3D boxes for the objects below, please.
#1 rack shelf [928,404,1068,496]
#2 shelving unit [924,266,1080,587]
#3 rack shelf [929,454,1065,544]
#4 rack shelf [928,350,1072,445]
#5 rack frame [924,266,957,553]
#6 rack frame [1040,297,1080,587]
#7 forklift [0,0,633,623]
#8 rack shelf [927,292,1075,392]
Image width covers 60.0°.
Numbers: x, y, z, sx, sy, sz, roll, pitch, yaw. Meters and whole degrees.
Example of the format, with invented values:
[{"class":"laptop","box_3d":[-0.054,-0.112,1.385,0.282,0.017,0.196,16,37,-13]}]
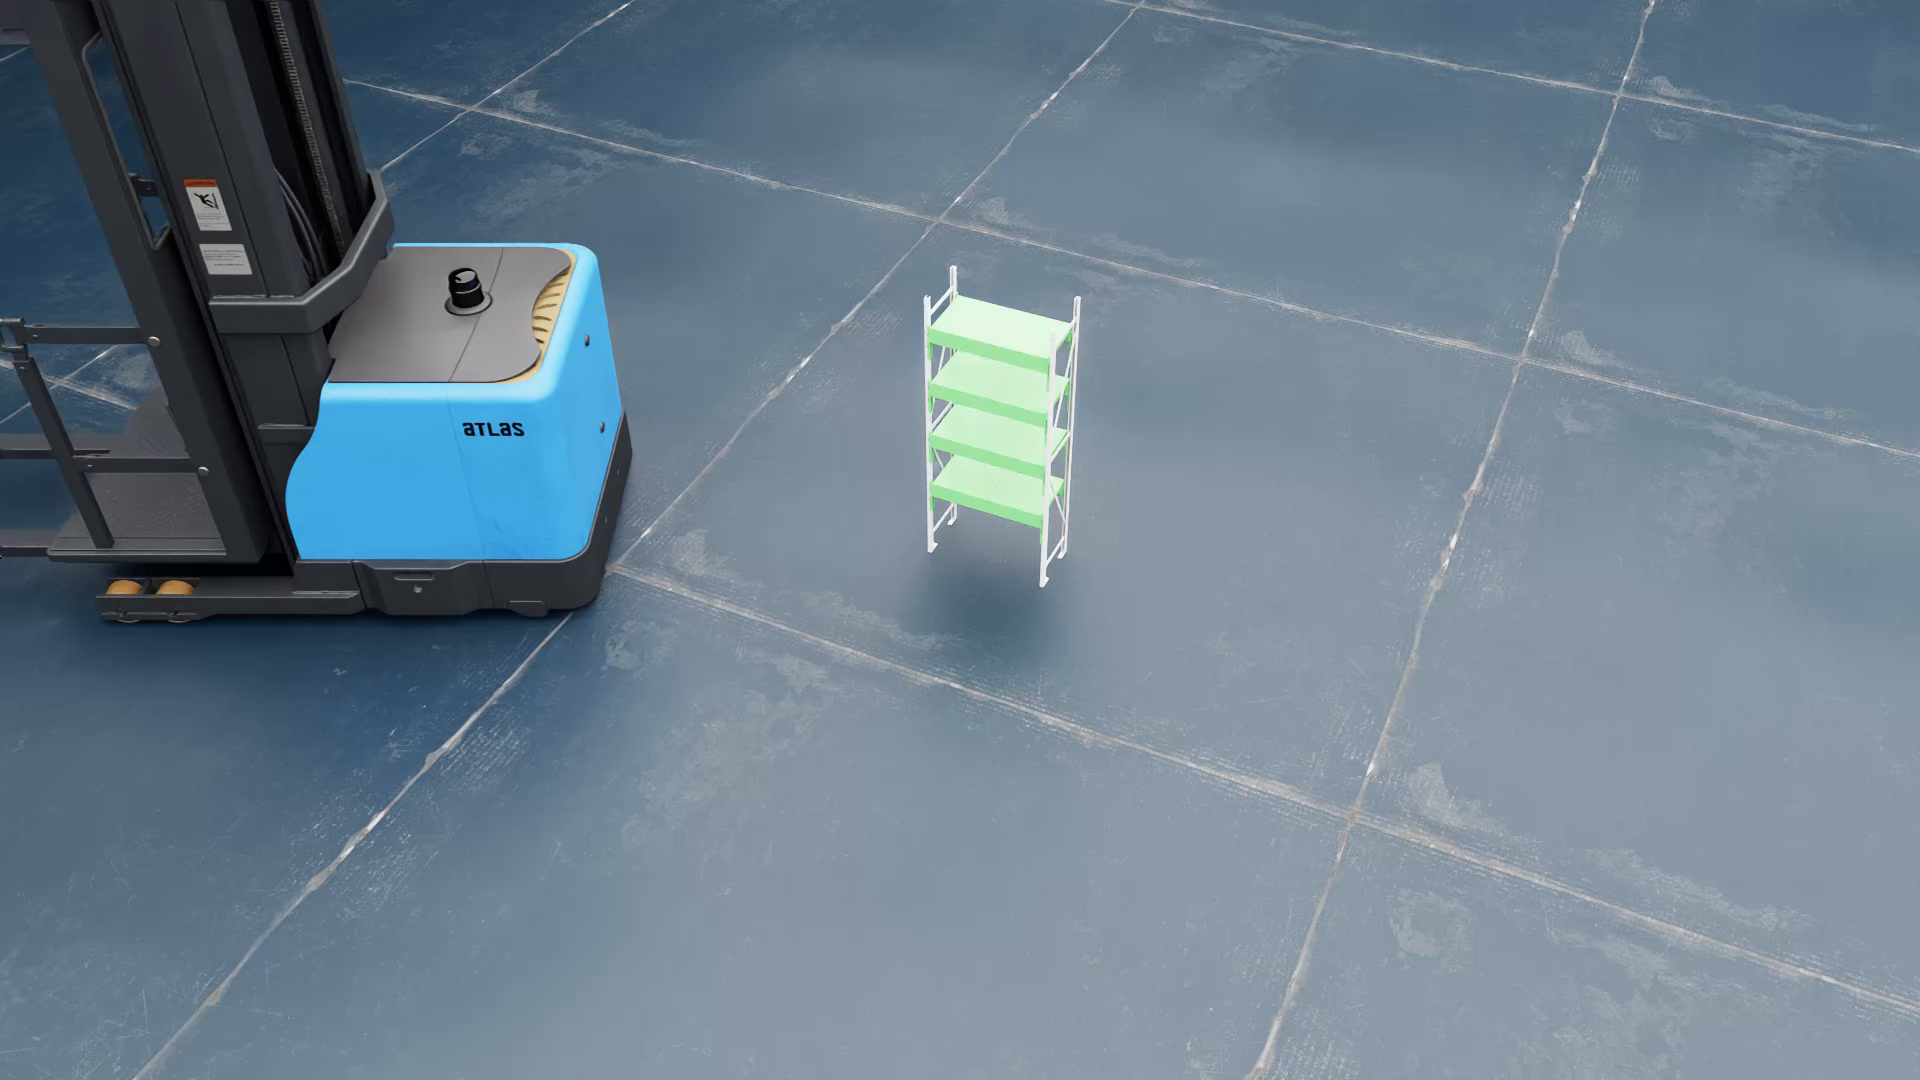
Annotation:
[{"class":"rack shelf","box_3d":[0.150,-0.359,6.346,0.480,0.148,0.258,17,44,19]},{"class":"shelving unit","box_3d":[0.150,-0.408,6.304,0.503,1.200,0.258,17,44,19]},{"class":"rack shelf","box_3d":[0.150,-0.178,6.503,0.480,0.148,0.258,17,44,19]},{"class":"rack shelf","box_3d":[0.150,-0.541,6.189,0.480,0.148,0.258,17,44,19]},{"class":"rack frame","box_3d":[-0.071,-0.475,6.382,0.015,1.200,0.240,17,44,19]},{"class":"rack frame","box_3d":[0.371,-0.340,6.226,0.015,1.200,0.240,17,44,19]},{"class":"forklift","box_3d":[-2.905,-1.137,5.824,3.031,2.935,1.130,0,41,0]},{"class":"rack shelf","box_3d":[0.150,-0.722,6.032,0.480,0.148,0.258,17,44,19]}]
